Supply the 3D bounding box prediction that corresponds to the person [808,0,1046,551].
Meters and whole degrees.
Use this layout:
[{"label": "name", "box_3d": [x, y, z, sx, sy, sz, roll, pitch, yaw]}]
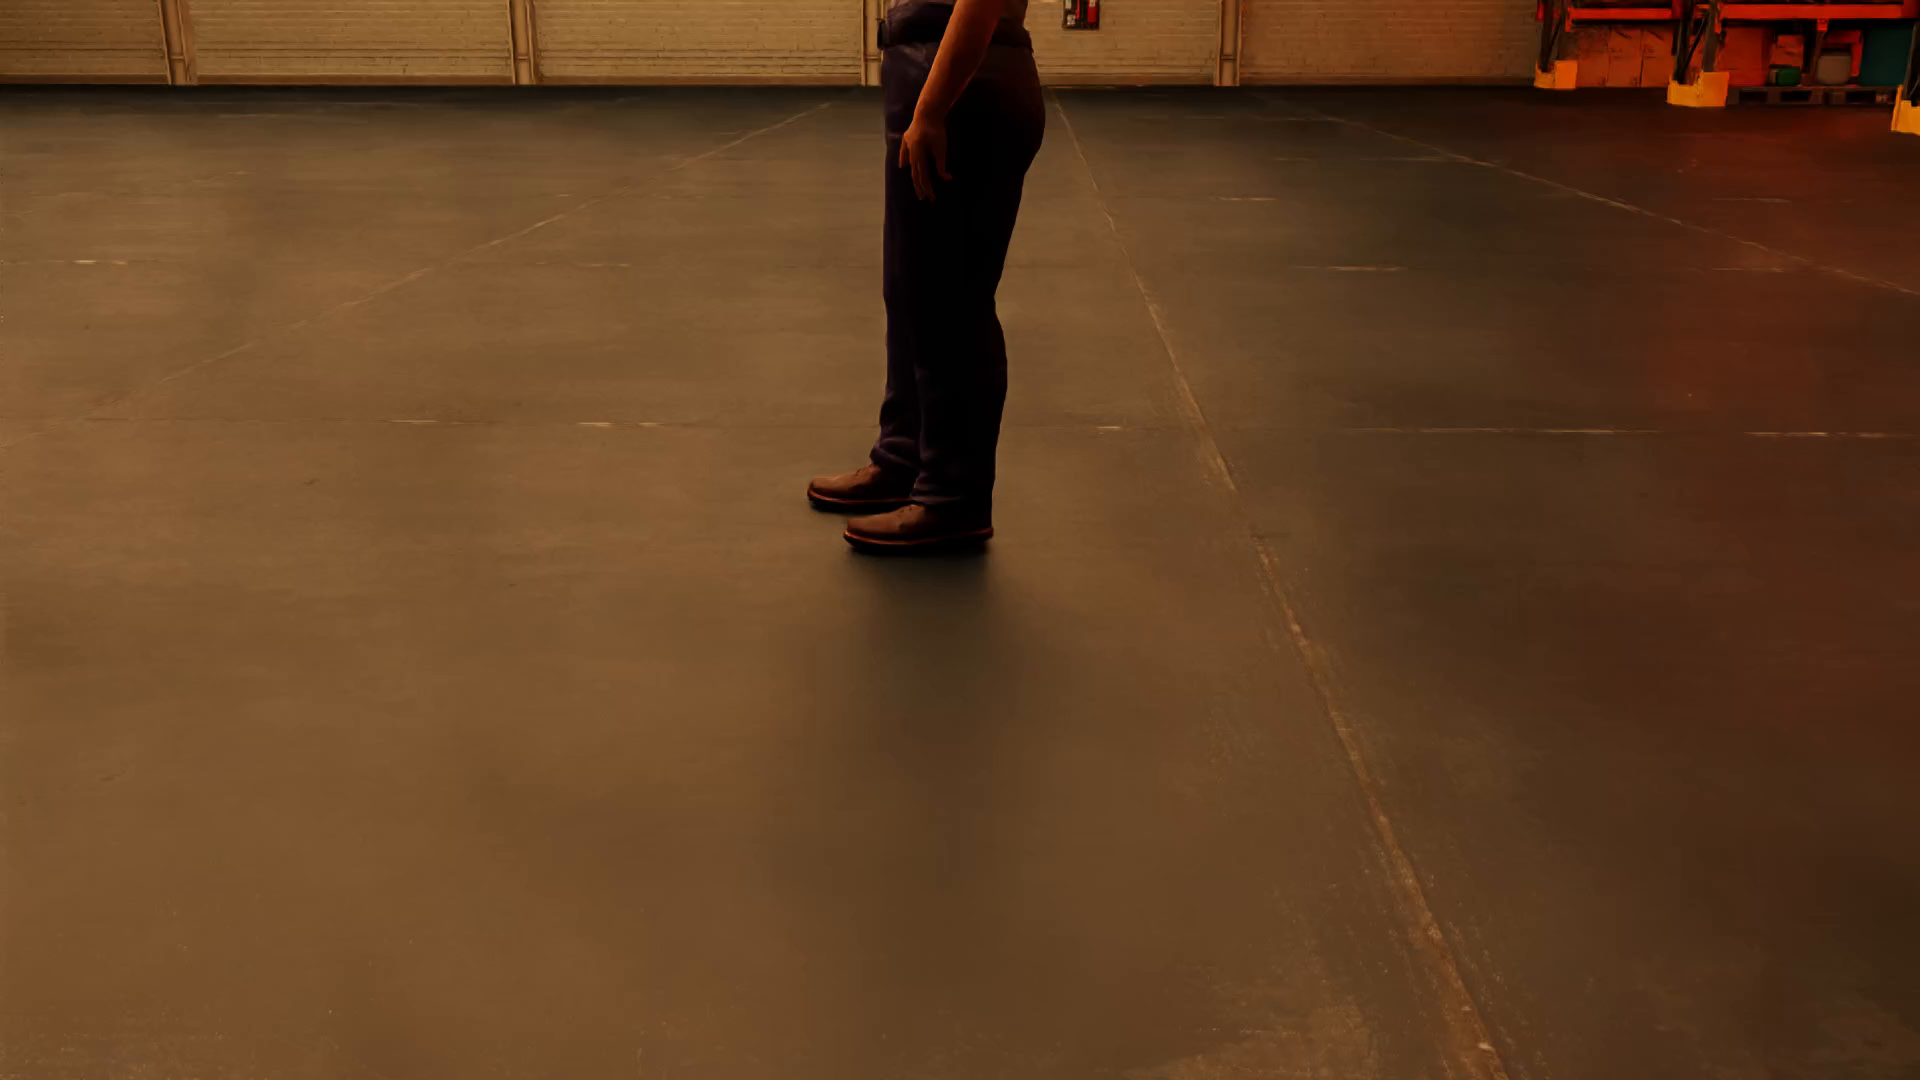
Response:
[{"label": "person", "box_3d": [-0.089, -0.795, 3.152, 0.502, 1.637, 0.599, 1, 17, 2]}]
